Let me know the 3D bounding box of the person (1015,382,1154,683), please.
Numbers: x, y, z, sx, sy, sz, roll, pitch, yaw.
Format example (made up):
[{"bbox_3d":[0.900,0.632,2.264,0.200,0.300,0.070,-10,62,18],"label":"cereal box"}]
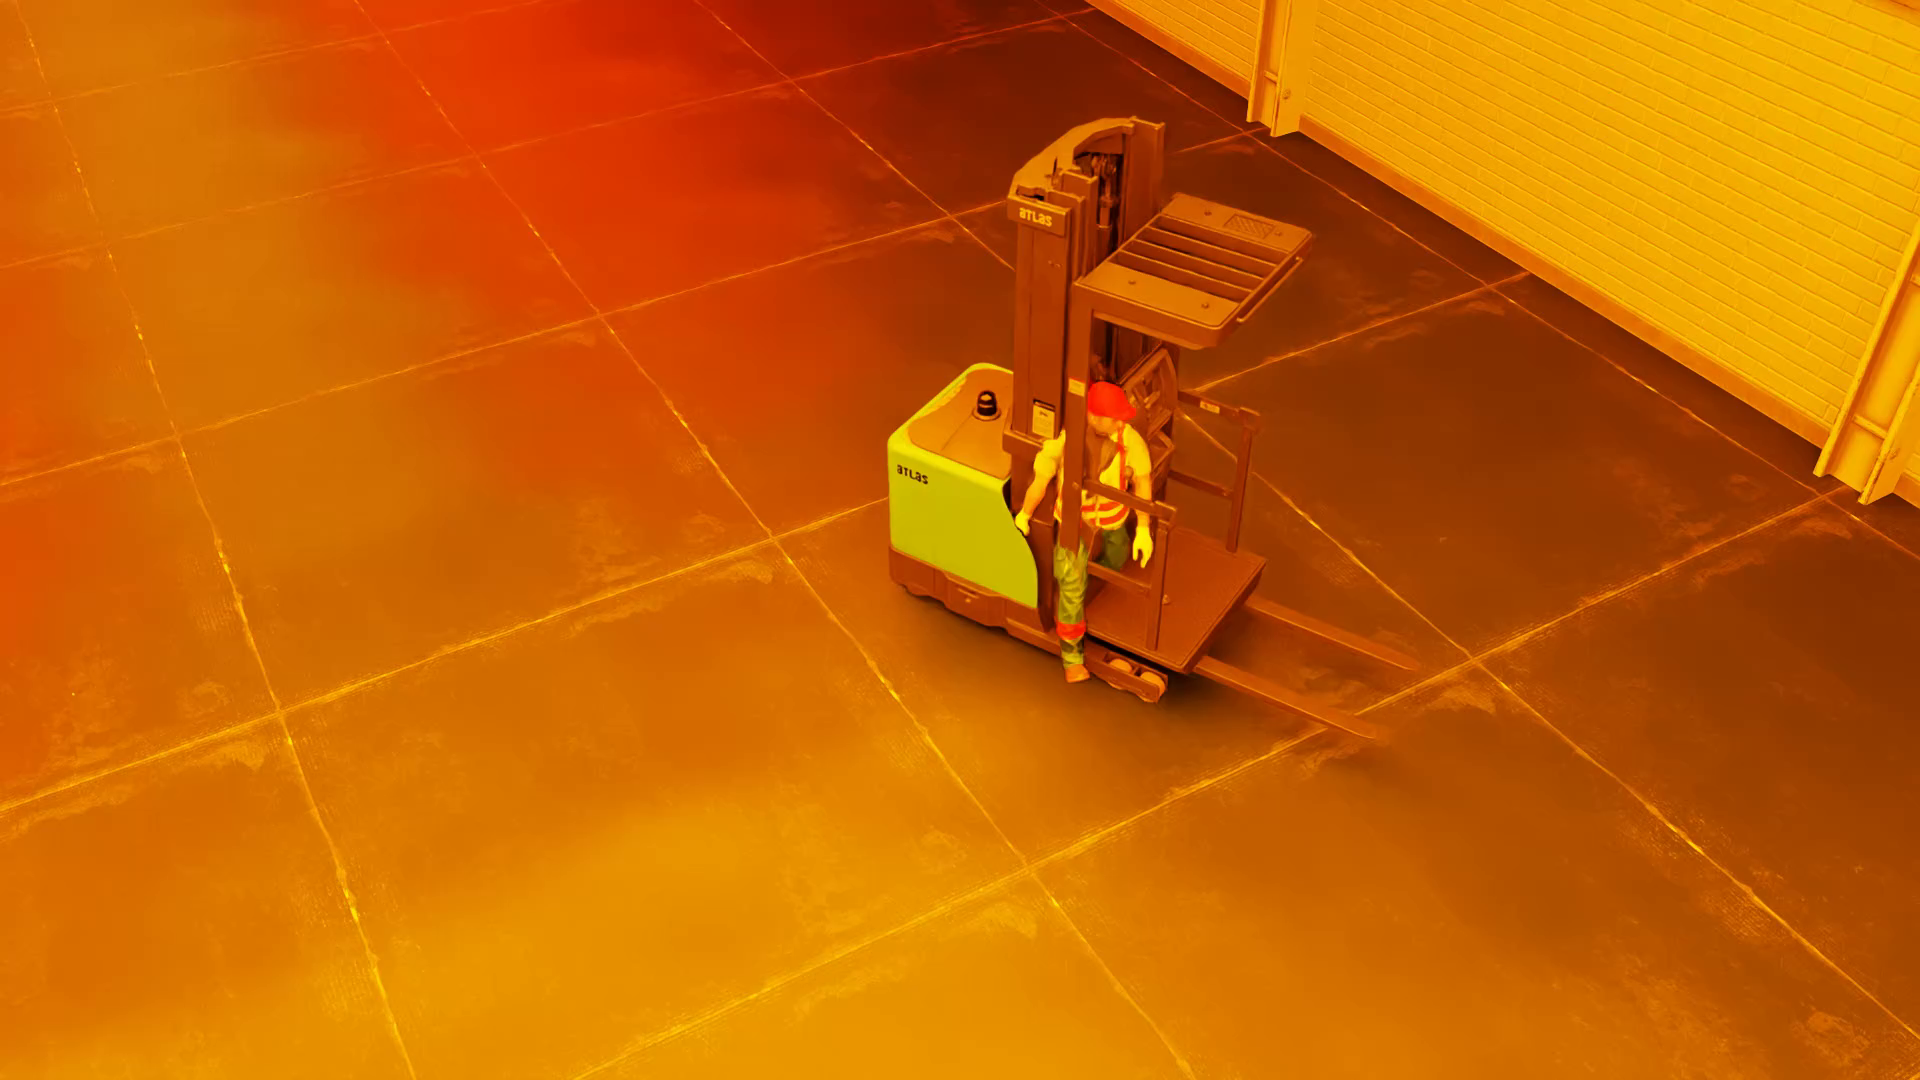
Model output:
[{"bbox_3d":[0.676,-0.061,8.938,0.686,1.724,0.936,-7,40,-9],"label":"person"}]

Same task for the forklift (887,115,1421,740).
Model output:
[{"bbox_3d":[1.089,-0.616,8.779,3.031,2.935,1.130,23,45,25],"label":"forklift"}]
